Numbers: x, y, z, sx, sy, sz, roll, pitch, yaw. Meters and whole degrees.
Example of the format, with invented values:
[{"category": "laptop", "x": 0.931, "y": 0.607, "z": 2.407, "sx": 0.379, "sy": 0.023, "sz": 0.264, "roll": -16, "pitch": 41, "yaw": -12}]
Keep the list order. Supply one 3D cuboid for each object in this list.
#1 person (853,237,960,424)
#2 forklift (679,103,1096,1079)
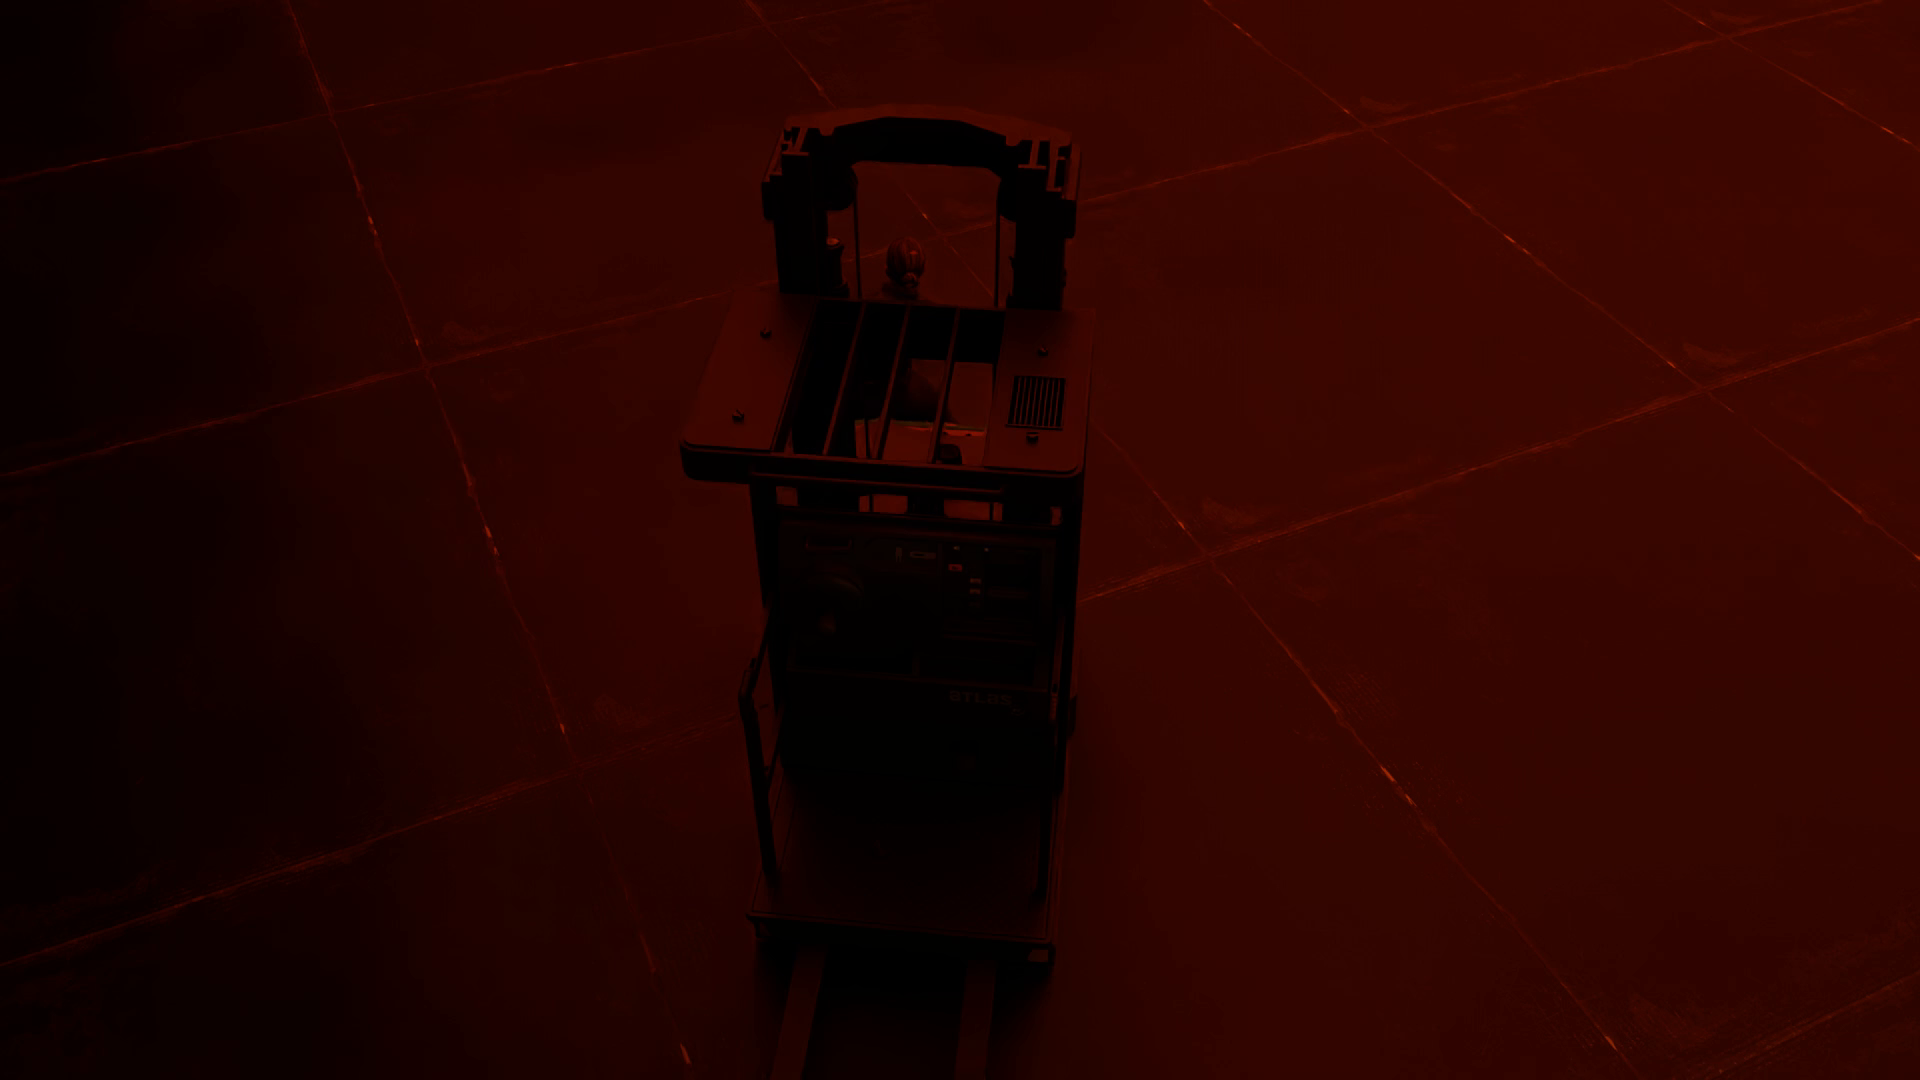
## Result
[{"category": "person", "x": -0.255, "y": -0.801, "z": 7.567, "sx": 0.724, "sy": 1.522, "sz": 0.626, "roll": -6, "pitch": 43, "yaw": -6}, {"category": "forklift", "x": -0.170, "y": 0.236, "z": 5.428, "sx": 1.130, "sy": 2.935, "sz": 3.031, "roll": 4, "pitch": 43, "yaw": 5}]
